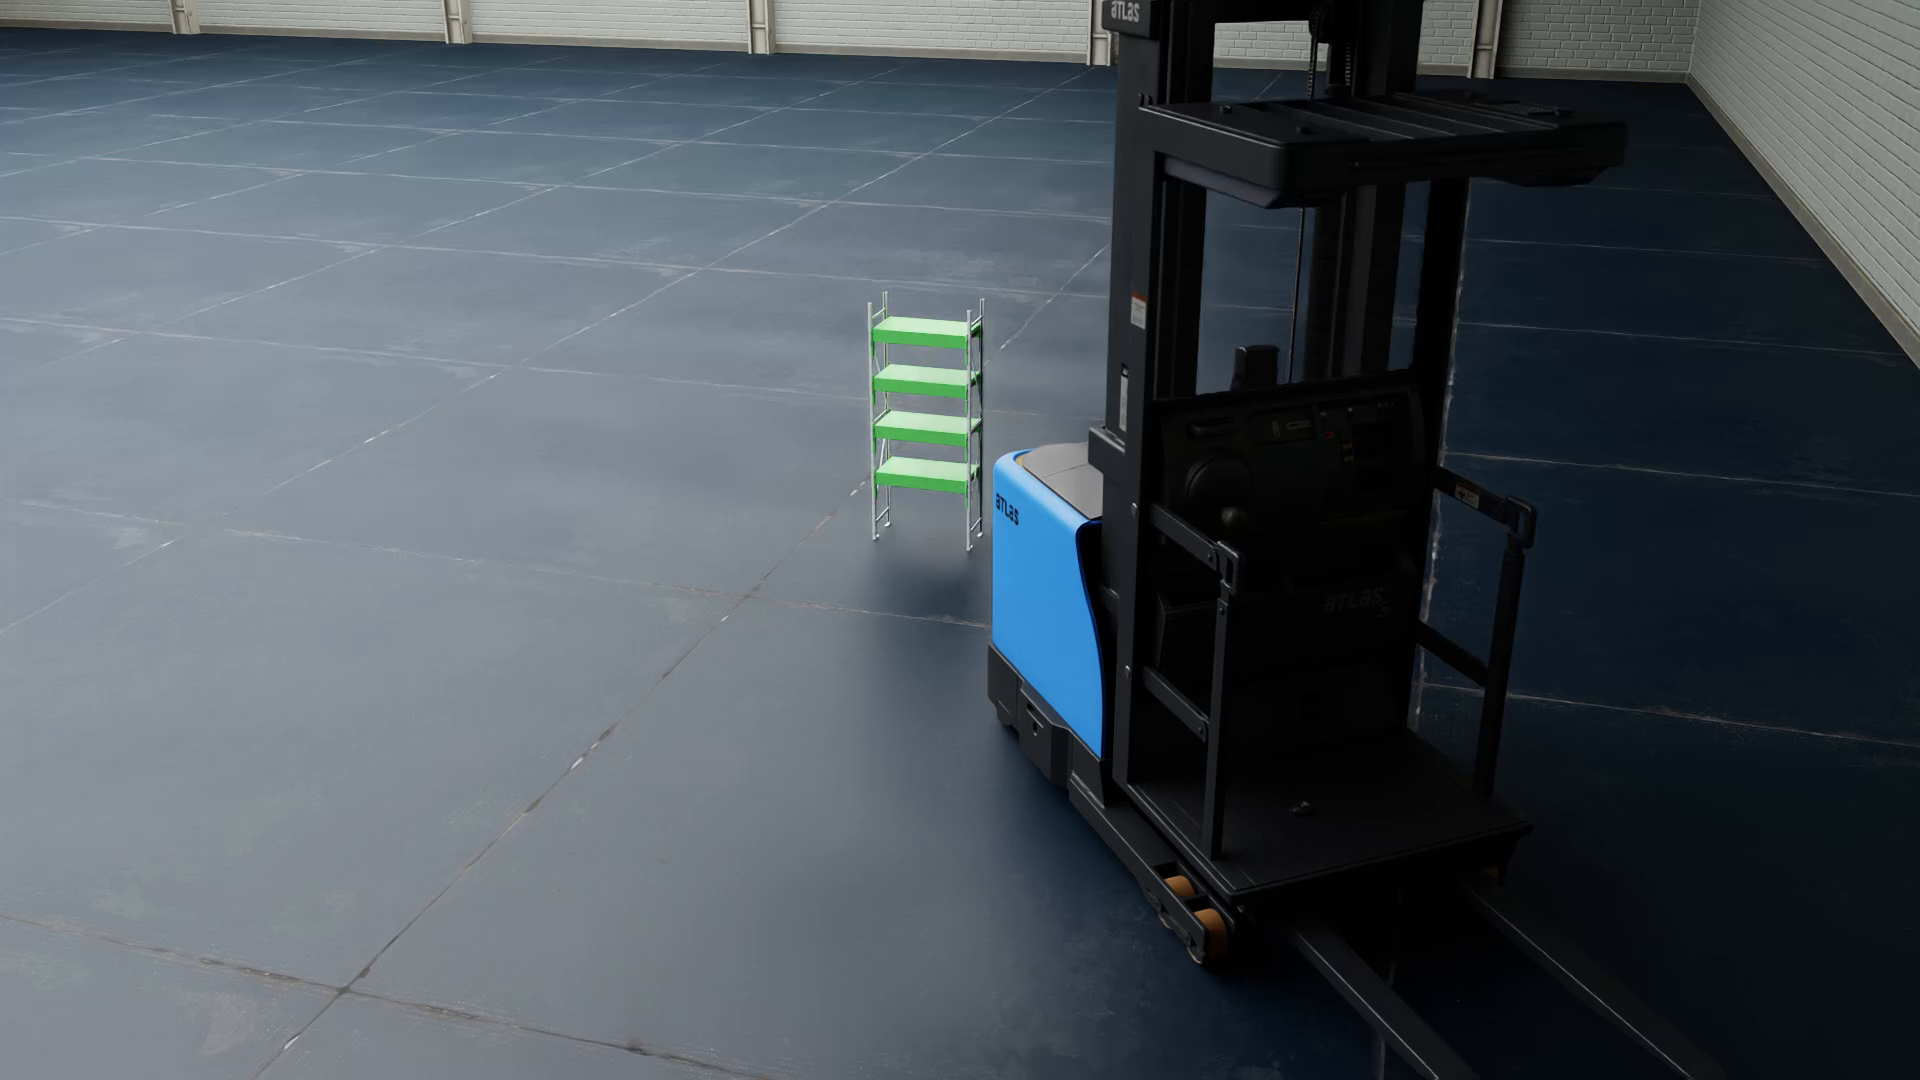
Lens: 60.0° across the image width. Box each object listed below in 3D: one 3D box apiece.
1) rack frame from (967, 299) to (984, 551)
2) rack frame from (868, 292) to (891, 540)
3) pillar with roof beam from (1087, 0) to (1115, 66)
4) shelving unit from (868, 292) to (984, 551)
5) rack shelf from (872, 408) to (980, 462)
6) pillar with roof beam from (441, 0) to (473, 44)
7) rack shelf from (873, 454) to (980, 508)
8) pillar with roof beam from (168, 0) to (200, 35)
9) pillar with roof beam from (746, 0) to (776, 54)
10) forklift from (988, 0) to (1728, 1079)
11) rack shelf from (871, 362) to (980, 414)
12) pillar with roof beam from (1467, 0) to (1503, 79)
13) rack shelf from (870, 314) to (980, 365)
[{"bbox_3d":[0.075,-0.547,8.021,0.015,1.200,0.240,7,23,16],"label":"rack frame"},{"bbox_3d":[-0.392,-0.600,8.152,0.015,1.200,0.240,7,23,16],"label":"rack frame"},{"bbox_3d":[1.063,-10.414,21.801,0.400,9.000,9.100,7,23,16],"label":"pillar with roof beam"},{"bbox_3d":[-0.158,-0.573,8.087,0.503,1.200,0.258,7,23,16],"label":"shelving unit"},{"bbox_3d":[-0.158,-0.514,8.111,0.480,0.148,0.258,7,23,16],"label":"rack shelf"},{"bbox_3d":[-10.425,-11.730,25.008,0.400,9.000,9.100,7,23,16],"label":"pillar with roof beam"},{"bbox_3d":[-0.158,-0.292,8.202,0.480,0.148,0.258,7,23,16],"label":"rack shelf"},{"bbox_3d":[-16.170,-12.387,26.611,0.400,9.000,9.100,7,23,16],"label":"pillar with roof beam"},{"bbox_3d":[-4.681,-11.072,23.404,0.400,9.000,9.100,7,23,16],"label":"pillar with roof beam"},{"bbox_3d":[1.118,-0.236,4.984,1.130,2.935,3.031,-8,24,-20],"label":"forklift"},{"bbox_3d":[-0.158,-0.736,8.020,0.480,0.148,0.258,7,23,16],"label":"rack shelf"},{"bbox_3d":[6.807,-9.756,20.197,0.400,9.000,9.100,7,23,16],"label":"pillar with roof beam"},{"bbox_3d":[-0.158,-0.958,7.929,0.480,0.148,0.258,7,23,16],"label":"rack shelf"}]
